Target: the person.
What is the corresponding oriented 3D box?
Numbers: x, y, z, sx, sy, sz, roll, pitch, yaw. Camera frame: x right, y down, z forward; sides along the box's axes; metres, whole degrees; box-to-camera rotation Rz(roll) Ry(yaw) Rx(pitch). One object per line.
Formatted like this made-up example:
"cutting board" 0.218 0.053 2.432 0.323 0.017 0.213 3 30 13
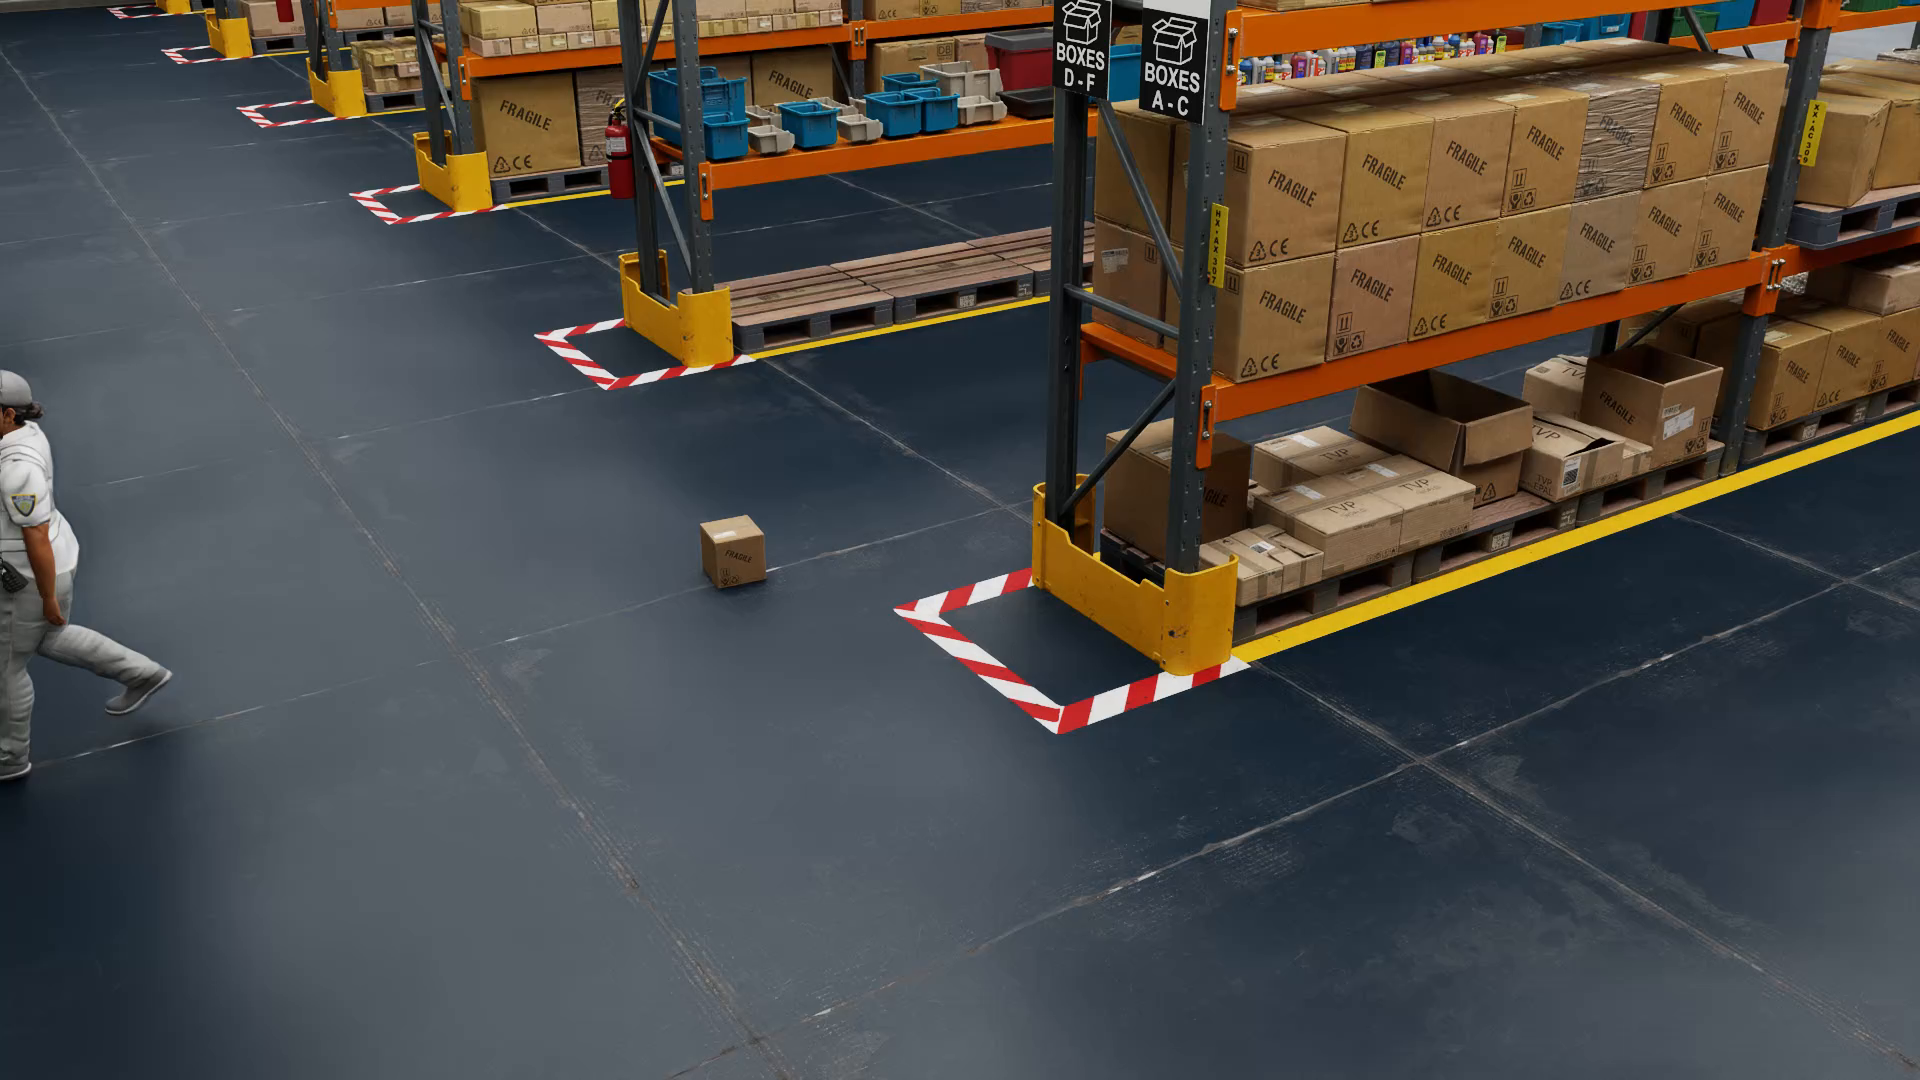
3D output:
"person" -3.641 0.122 6.441 0.846 1.629 0.473 -10 27 -19
